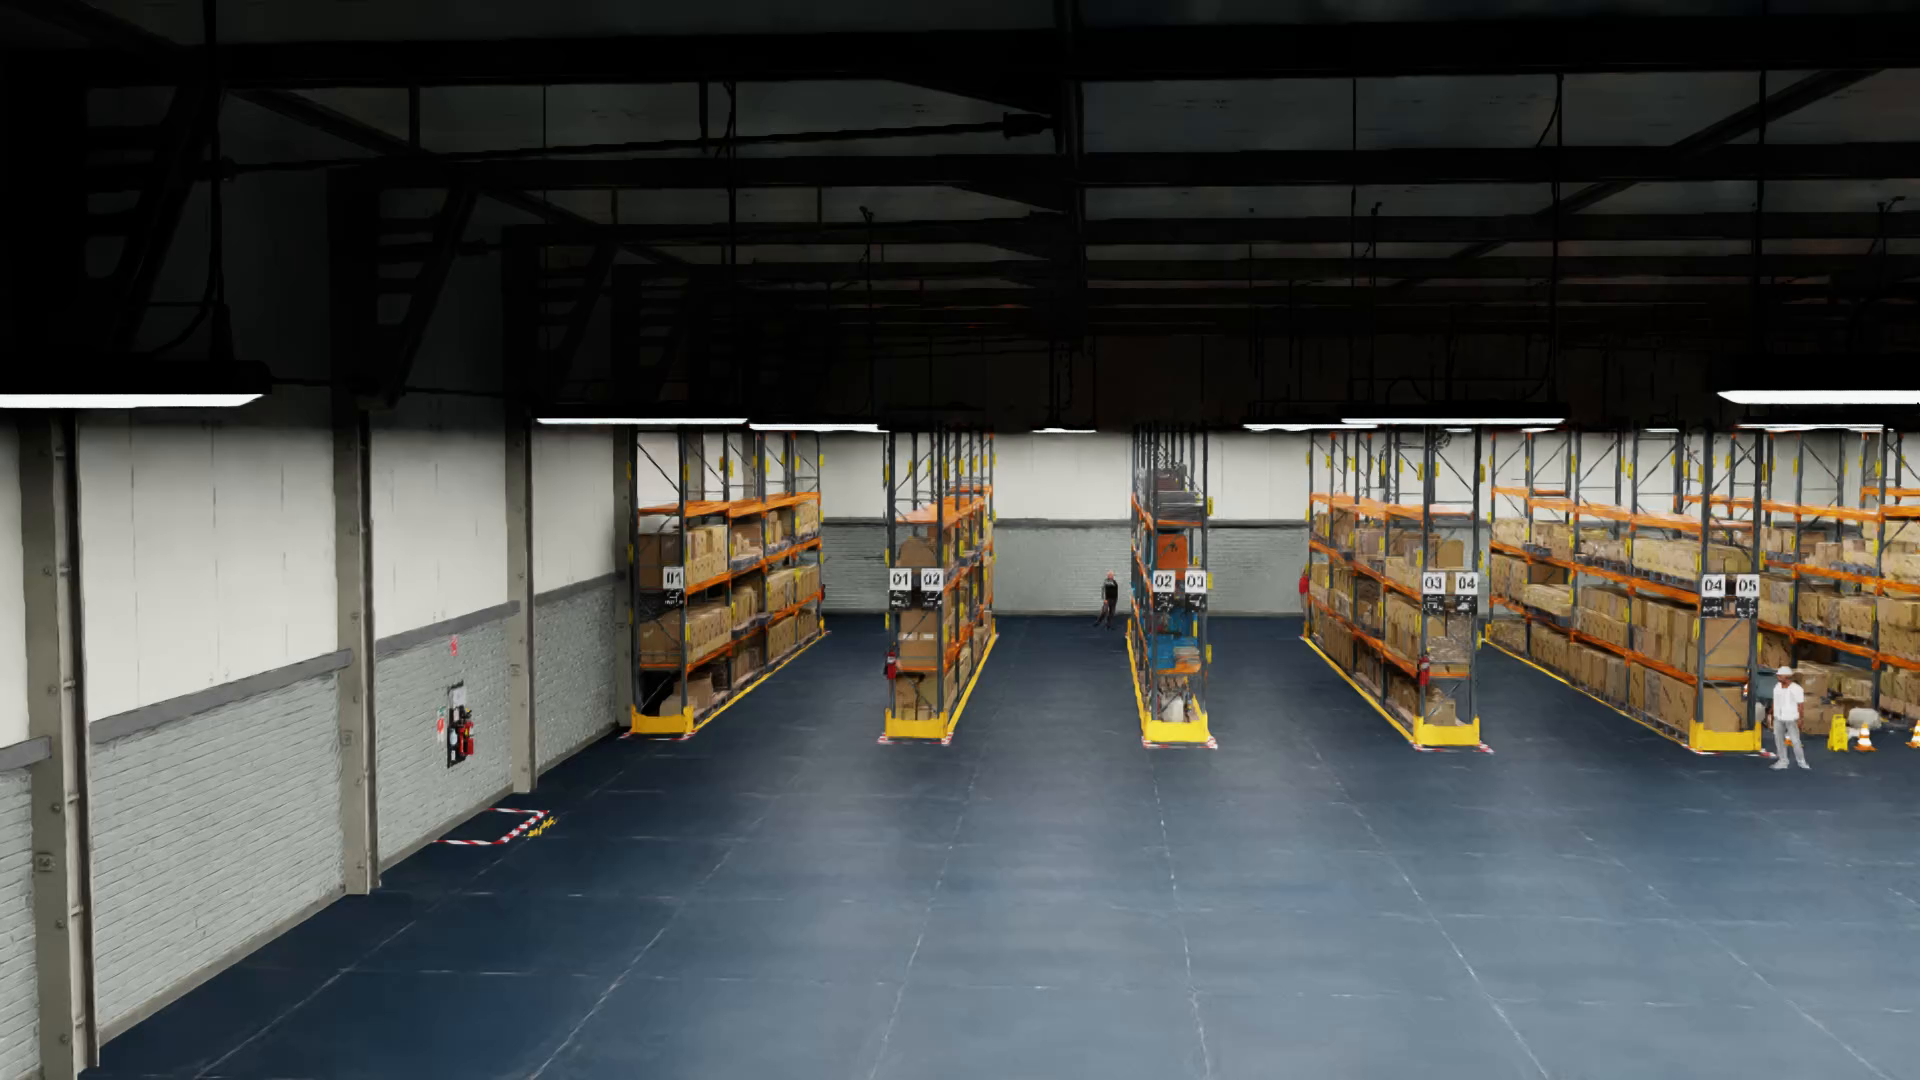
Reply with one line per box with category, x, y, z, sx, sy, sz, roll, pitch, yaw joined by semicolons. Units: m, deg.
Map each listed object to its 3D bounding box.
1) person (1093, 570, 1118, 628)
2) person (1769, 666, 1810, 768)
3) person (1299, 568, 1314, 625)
person;4.324;1.753;49.251;0.722;1.713;0.518;-3;4;-37
person;14.244;3.046;28.546;0.550;1.758;0.630;-2;4;-24
person;10.467;1.692;49.982;0.491;1.718;0.706;-2;4;-28
